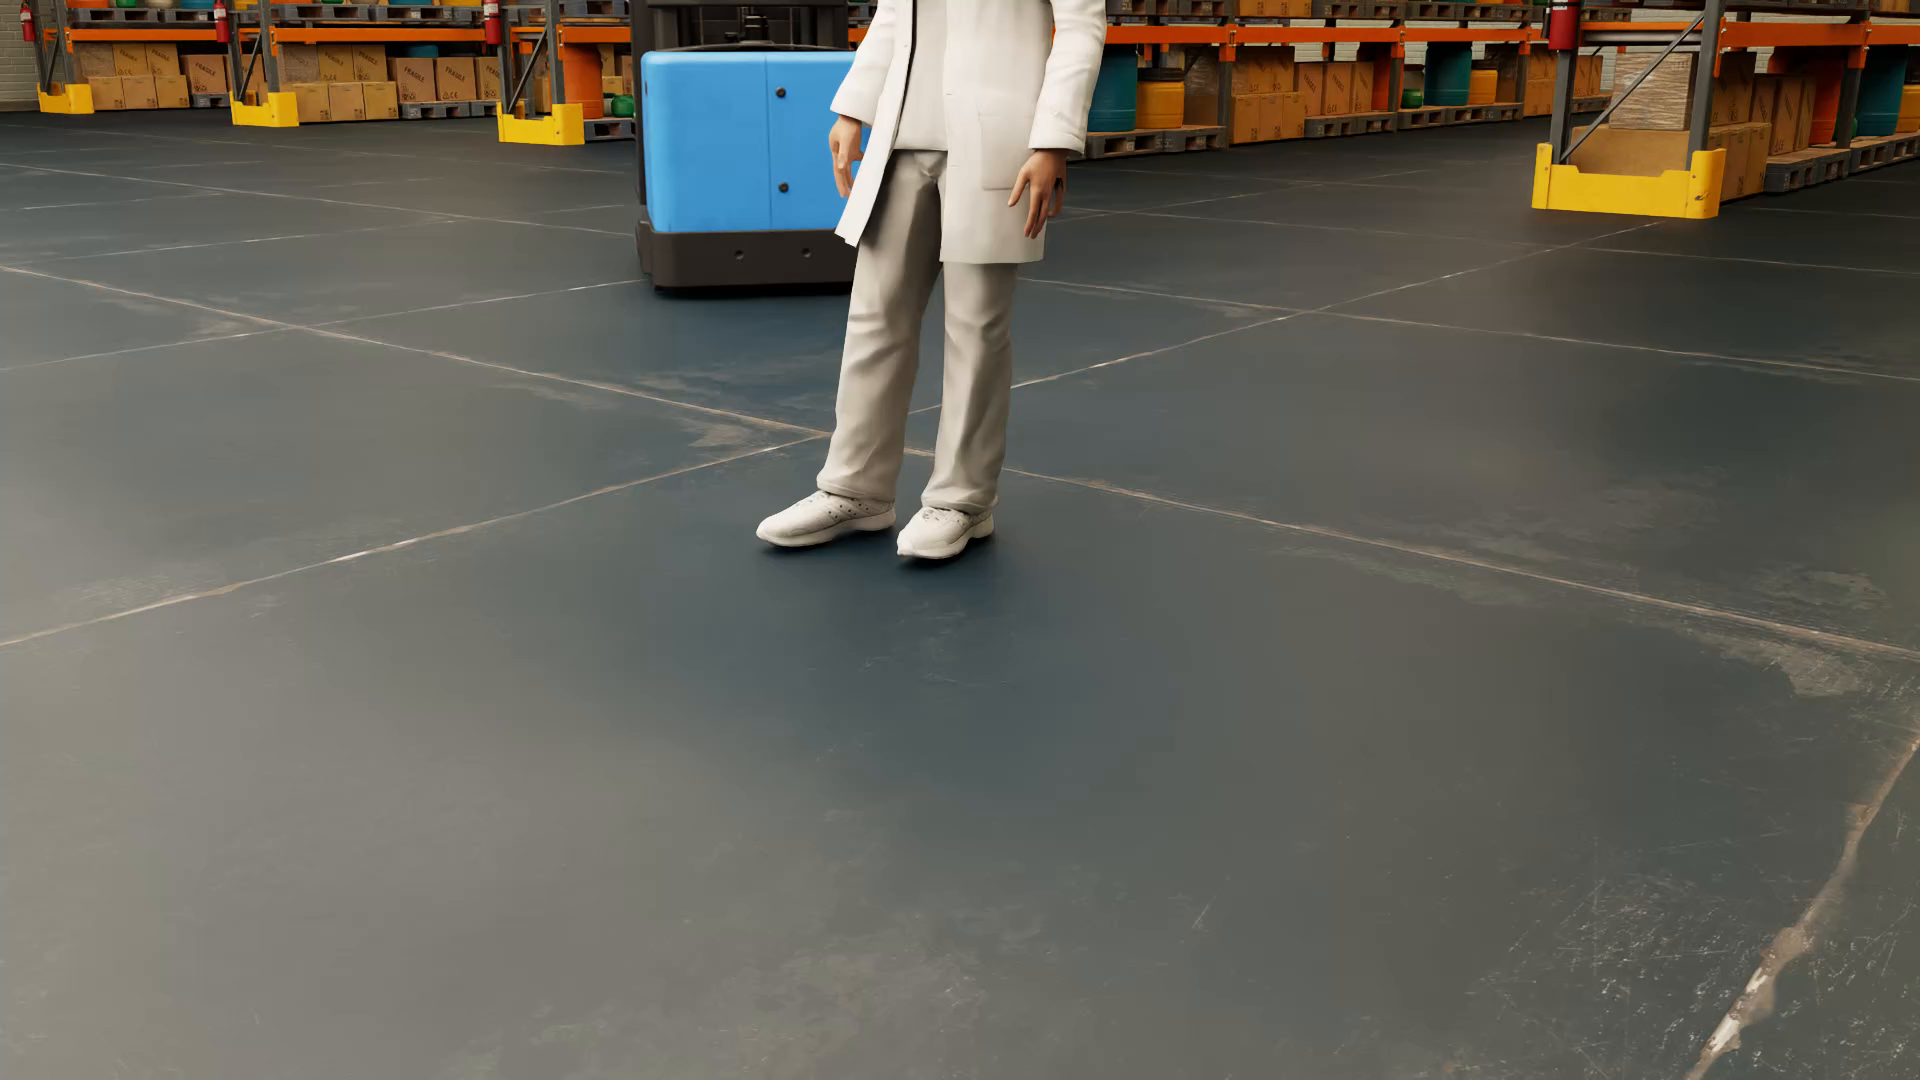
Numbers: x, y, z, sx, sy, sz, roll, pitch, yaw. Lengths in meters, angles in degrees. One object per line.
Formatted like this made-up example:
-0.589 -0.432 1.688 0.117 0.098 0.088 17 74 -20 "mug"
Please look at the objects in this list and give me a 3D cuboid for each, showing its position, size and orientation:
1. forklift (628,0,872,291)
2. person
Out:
-1.158 -2.916 8.502 1.130 2.935 3.031 -4 17 -12 "forklift"
-0.061 -0.838 3.618 0.696 1.776 0.581 13 21 37 "person"
